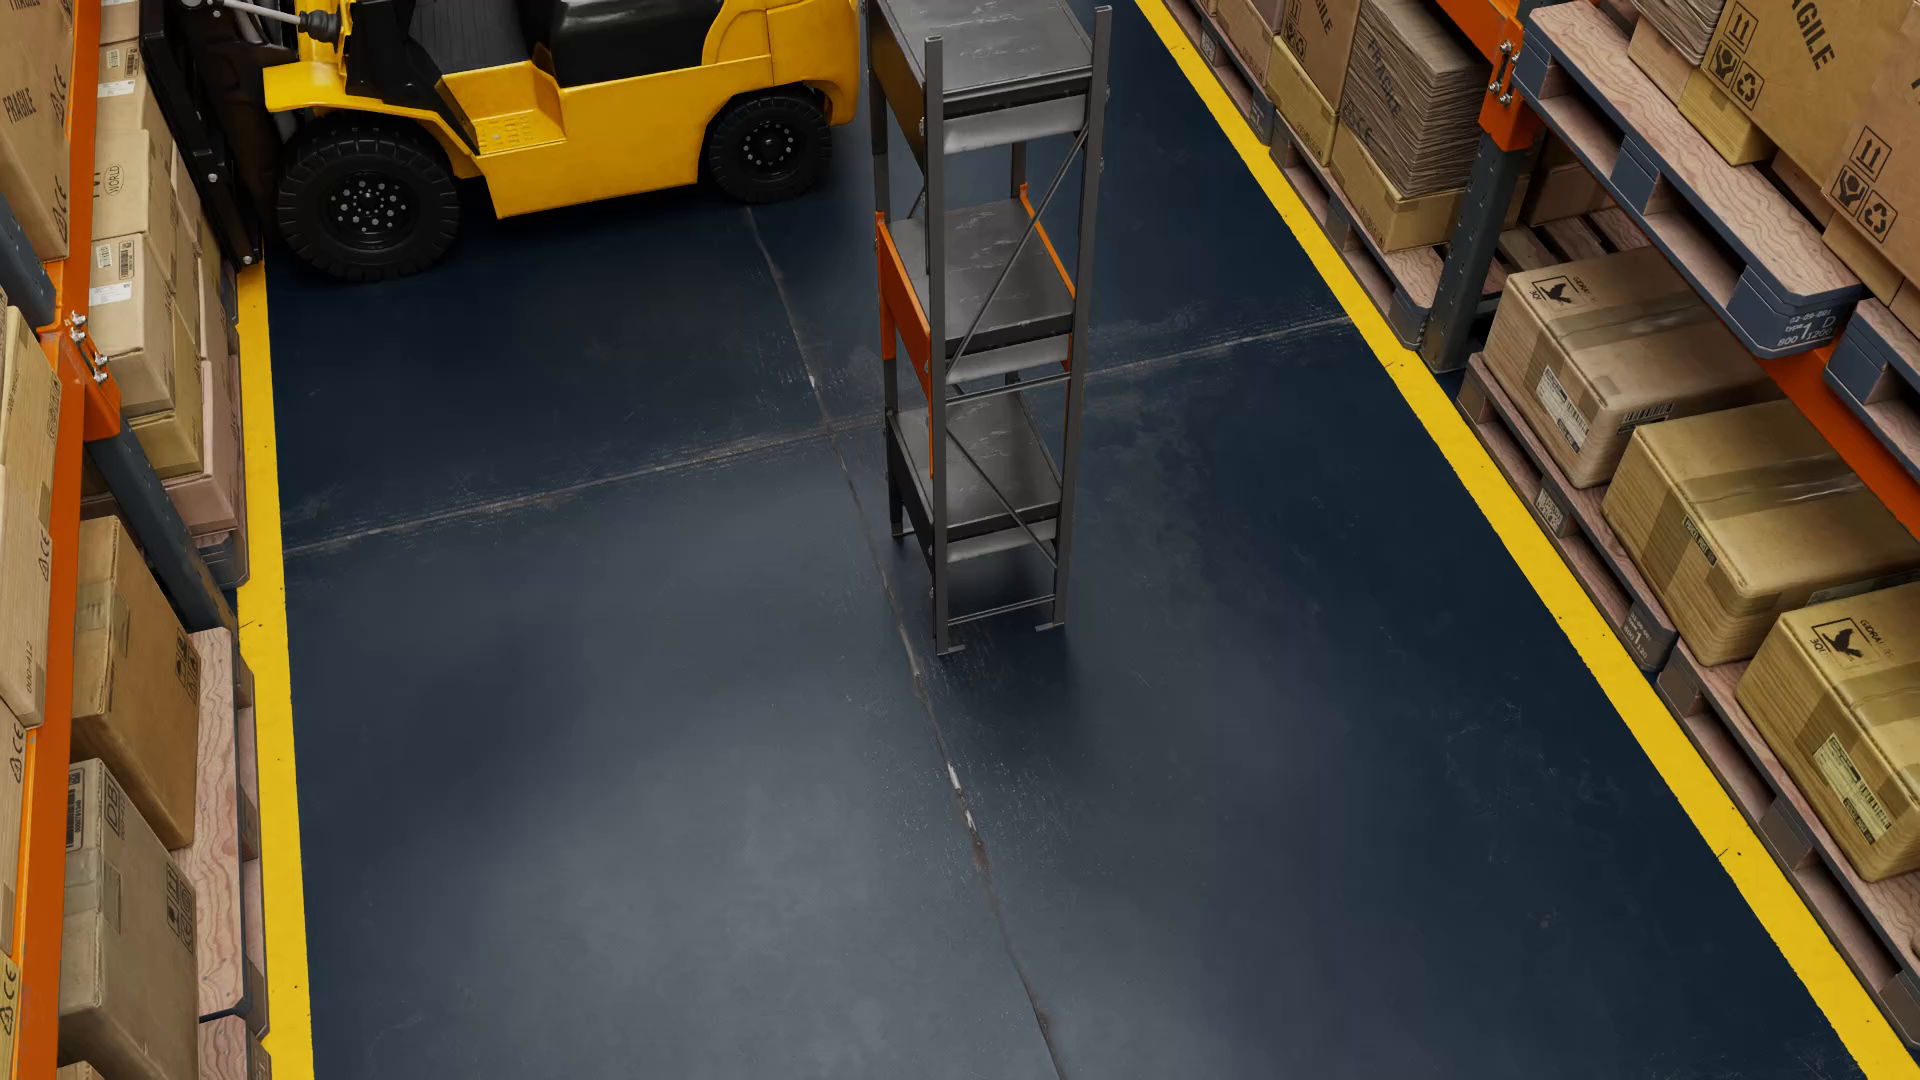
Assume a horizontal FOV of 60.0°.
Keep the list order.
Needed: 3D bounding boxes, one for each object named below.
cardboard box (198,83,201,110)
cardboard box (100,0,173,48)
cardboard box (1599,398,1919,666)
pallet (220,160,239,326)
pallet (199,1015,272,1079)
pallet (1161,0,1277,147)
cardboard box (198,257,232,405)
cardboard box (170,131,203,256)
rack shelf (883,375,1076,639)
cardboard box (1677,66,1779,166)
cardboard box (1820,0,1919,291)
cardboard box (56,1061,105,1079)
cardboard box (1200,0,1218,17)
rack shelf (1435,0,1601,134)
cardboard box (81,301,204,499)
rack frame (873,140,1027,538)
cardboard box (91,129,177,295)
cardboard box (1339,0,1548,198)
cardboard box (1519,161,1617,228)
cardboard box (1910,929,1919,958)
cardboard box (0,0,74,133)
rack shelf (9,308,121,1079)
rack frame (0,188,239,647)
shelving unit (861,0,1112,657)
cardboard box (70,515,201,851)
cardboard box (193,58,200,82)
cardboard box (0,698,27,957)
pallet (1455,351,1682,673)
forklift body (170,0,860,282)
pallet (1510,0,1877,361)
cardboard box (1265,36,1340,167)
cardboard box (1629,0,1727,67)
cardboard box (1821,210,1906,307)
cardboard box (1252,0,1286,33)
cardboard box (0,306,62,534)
[{"bbox_3d":[-2.939,-1.354,5.953,0.500,0.250,0.500,-12,51,-10],"label":"cardboard box"},{"bbox_3d":[-2.940,-1.680,5.574,0.500,0.250,0.500,-14,51,-12],"label":"cardboard box"},{"bbox_3d":[2.465,-0.069,4.790,0.950,0.372,0.625,-10,51,-9],"label":"cardboard box"},{"bbox_3d":[-3.208,-1.147,6.078,1.003,0.211,1.213,-13,51,-11],"label":"pallet"},{"bbox_3d":[-2.029,1.758,3.630,1.003,0.211,1.213,-13,51,-11],"label":"pallet"},{"bbox_3d":[1.495,-2.164,6.936,1.003,0.211,1.213,-13,51,-11],"label":"pallet"},{"bbox_3d":[-2.640,-0.607,5.324,0.500,0.250,0.500,-14,51,-12],"label":"cardboard box"},{"bbox_3d":[-2.785,-1.133,5.440,0.500,0.250,0.500,-14,51,-11],"label":"cardboard box"},{"bbox_3d":[0.049,-0.096,4.891,0.431,0.518,0.480,-13,51,-11],"label":"rack shelf"},{"bbox_3d":[2.019,-1.082,4.090,0.380,0.149,0.250,-12,51,-10],"label":"cardboard box"},{"bbox_3d":[2.238,-0.814,3.439,0.500,0.500,0.500,-14,51,-11],"label":"cardboard box"},{"bbox_3d":[-2.037,1.563,3.249,0.875,0.625,0.625,-15,52,-12],"label":"cardboard box"},{"bbox_3d":[1.200,-2.436,6.866,0.500,0.250,0.500,-10,51,-9],"label":"cardboard box"},{"bbox_3d":[1.500,-2.916,6.217,1.077,0.370,4.000,-13,51,-11],"label":"rack shelf"},{"bbox_3d":[-2.497,-0.396,4.818,0.500,0.250,0.500,-14,51,-11],"label":"cardboard box"},{"bbox_3d":[-0.023,-0.734,4.496,0.400,2.100,0.015,-13,51,-11],"label":"rack frame"},{"bbox_3d":[-2.634,-0.934,4.945,0.500,0.250,0.500,-13,51,-11],"label":"cardboard box"},{"bbox_3d":[1.660,-1.550,5.628,0.500,0.500,0.500,-14,51,-11],"label":"cardboard box"},{"bbox_3d":[2.175,-1.428,6.016,0.500,0.250,0.500,-15,52,-13],"label":"cardboard box"},{"bbox_3d":[2.891,0.994,3.894,0.950,0.372,0.625,-14,51,-12],"label":"cardboard box"},{"bbox_3d":[-2.700,-1.354,4.365,0.500,0.500,0.500,-13,51,-10],"label":"cardboard box"},{"bbox_3d":[-2.057,1.130,2.806,1.077,0.370,4.000,-13,51,-11],"label":"rack shelf"},{"bbox_3d":[-2.649,-0.562,3.762,1.000,3.000,0.127,-13,51,-11],"label":"rack frame"},{"bbox_3d":[0.049,-0.556,4.345,0.431,2.100,0.503,-13,51,-11],"label":"shelving unit"},{"bbox_3d":[-2.484,0.446,4.190,0.875,0.625,0.625,-11,51,-9],"label":"cardboard box"},{"bbox_3d":[-3.078,-1.868,6.060,0.500,0.250,0.500,-14,51,-12],"label":"cardboard box"},{"bbox_3d":[-1.978,0.530,2.939,0.500,0.250,0.500,-13,51,-11],"label":"cardboard box"},{"bbox_3d":[2.323,-0.220,5.298,1.003,0.211,1.213,-13,51,-11],"label":"pallet"},{"bbox_3d":[-1.528,-2.238,5.730,2.313,2.155,1.214,-13,51,-11],"label":"forklift body"},{"bbox_3d":[2.179,-1.035,4.286,1.003,0.211,1.213,-13,51,-11],"label":"pallet"},{"bbox_3d":[1.493,-1.694,6.240,0.500,0.250,0.500,-15,51,-12],"label":"cardboard box"},{"bbox_3d":[1.957,-1.544,4.055,0.500,0.500,0.500,-12,51,-10],"label":"cardboard box"},{"bbox_3d":[2.212,-0.695,3.764,0.380,0.149,0.250,-13,51,-10],"label":"cardboard box"},{"bbox_3d":[1.356,-2.293,6.255,0.500,0.500,0.500,-11,51,-9],"label":"cardboard box"},{"bbox_3d":[-2.250,-0.205,3.559,0.500,0.250,0.500,-12,51,-10],"label":"cardboard box"}]
